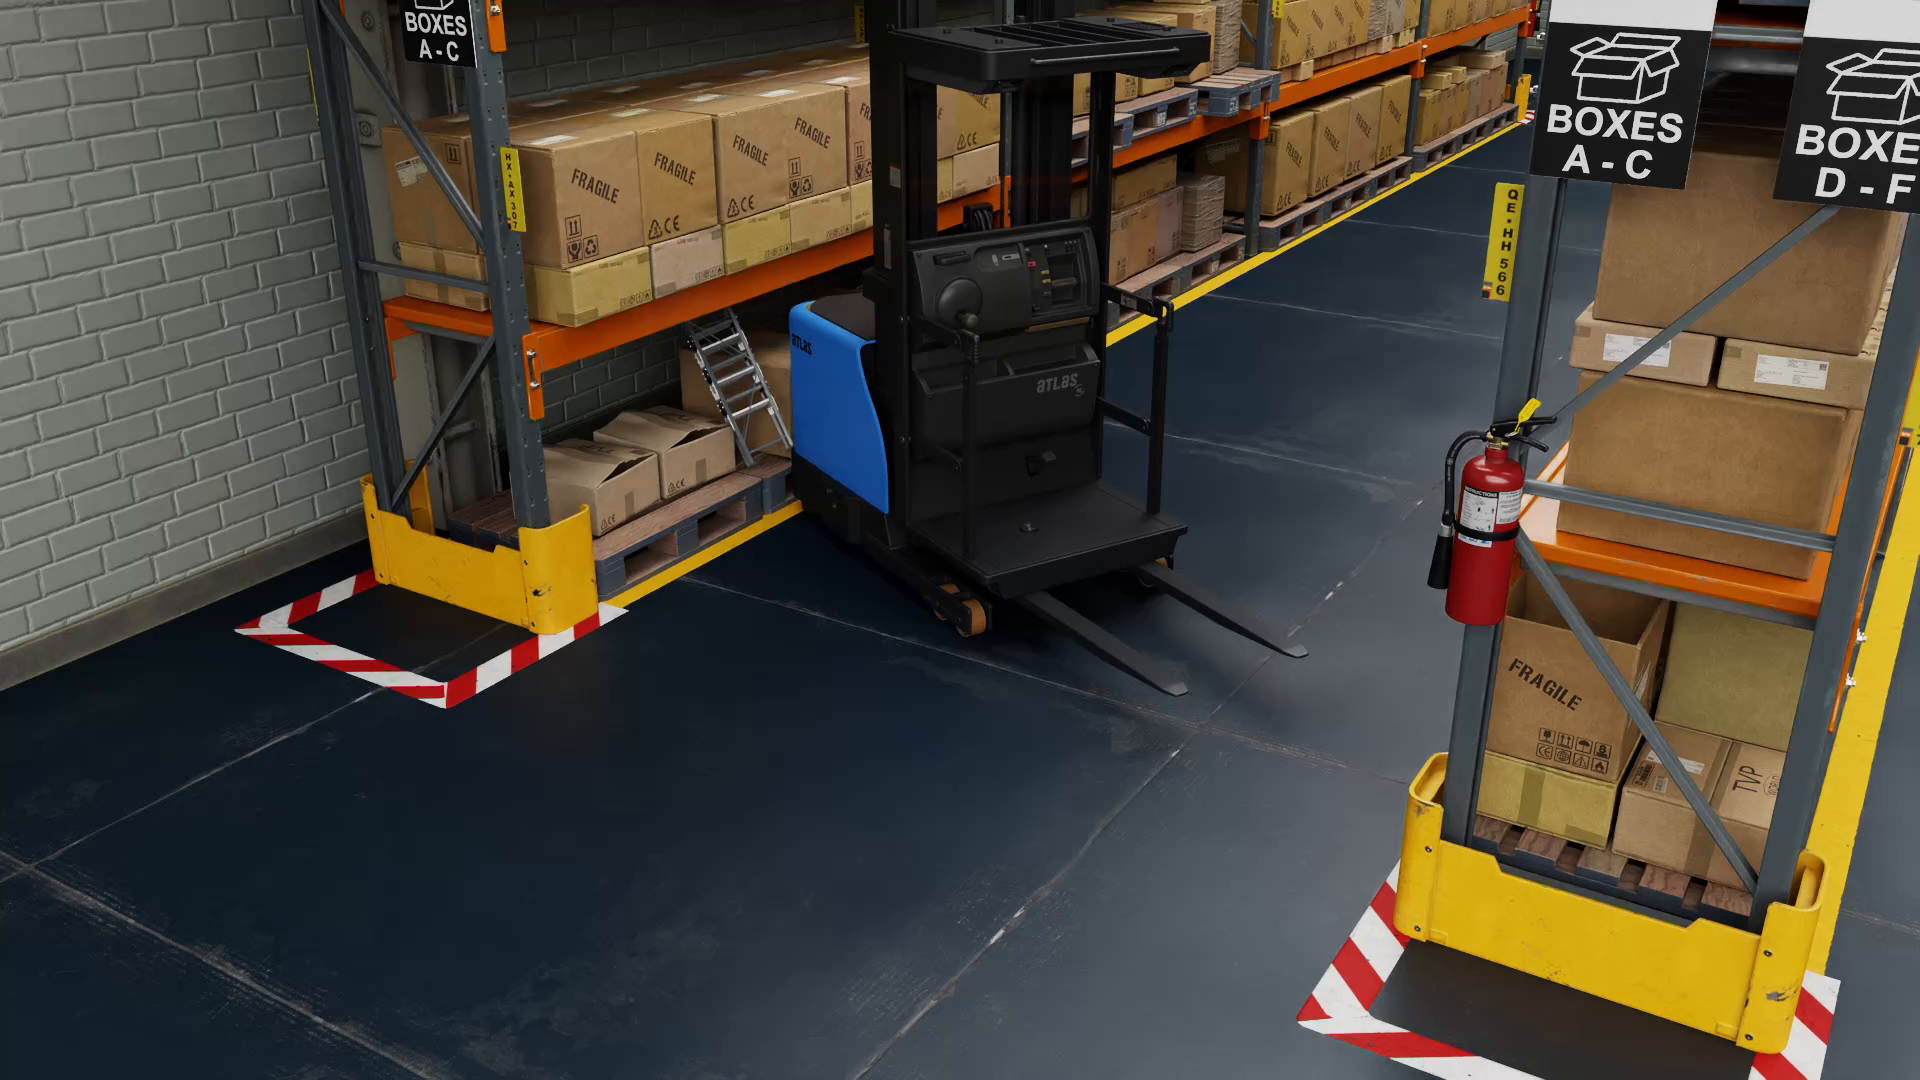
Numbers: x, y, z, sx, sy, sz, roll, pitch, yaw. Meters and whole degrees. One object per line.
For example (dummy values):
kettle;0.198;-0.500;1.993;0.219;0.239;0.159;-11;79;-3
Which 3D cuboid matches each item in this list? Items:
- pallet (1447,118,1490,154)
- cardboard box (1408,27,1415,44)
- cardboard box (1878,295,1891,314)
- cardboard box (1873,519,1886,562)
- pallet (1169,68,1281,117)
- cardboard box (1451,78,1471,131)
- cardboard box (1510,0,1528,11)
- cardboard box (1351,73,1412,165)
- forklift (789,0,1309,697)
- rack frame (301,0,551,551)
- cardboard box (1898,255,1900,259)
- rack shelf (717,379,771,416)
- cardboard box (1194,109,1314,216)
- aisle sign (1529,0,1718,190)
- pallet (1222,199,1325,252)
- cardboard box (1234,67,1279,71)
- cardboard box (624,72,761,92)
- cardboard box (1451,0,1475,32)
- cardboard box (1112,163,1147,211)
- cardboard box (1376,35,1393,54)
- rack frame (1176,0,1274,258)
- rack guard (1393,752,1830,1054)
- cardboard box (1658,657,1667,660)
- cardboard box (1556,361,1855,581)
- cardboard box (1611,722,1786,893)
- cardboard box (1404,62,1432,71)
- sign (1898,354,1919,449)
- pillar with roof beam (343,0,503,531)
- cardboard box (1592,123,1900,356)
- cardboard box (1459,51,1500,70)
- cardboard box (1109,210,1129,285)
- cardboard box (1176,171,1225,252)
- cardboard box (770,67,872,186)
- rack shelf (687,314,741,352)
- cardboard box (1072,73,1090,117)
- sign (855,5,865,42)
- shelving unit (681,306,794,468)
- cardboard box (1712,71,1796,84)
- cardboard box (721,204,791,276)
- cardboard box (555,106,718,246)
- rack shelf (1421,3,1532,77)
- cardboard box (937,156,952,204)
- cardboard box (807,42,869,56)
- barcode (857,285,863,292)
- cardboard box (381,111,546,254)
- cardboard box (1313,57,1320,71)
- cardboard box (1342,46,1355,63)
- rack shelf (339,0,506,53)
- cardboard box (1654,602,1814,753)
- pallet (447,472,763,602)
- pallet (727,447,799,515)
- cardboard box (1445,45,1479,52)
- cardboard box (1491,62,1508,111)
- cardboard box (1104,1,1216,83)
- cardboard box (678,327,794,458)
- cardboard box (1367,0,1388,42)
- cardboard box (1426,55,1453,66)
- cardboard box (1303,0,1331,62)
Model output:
pallet;5.205;-4.528;18.444;1.003;0.211;1.213;14;27;29
cardboard box;4.157;-4.875;16.025;0.380;0.149;0.250;14;27;29
cardboard box;2.635;-0.672;5.083;0.380;0.149;0.250;14;27;29
cardboard box;4.027;-0.146;7.743;0.500;0.250;0.500;14;27;29
pallet;1.700;-3.453;12.693;1.213;0.211;1.003;14;27;29
cardboard box;5.117;-4.772;18.116;0.700;0.500;0.500;15;27;30
cardboard box;5.944;-6.468;19.037;0.980;0.700;0.700;15;28;31
cardboard box;3.863;-4.114;16.154;0.750;0.750;0.750;14;27;30
forklift;0.326;-1.131;7.173;1.130;2.935;3.031;-14;27;-28
rack frame;-2.235;-1.104;7.024;1.000;3.000;0.127;14;27;29
cardboard box;3.043;-0.933;5.687;0.380;0.149;0.250;13;27;28
rack shelf;-1.098;-0.721;8.441;0.258;0.077;0.200;-25;4;-11
cardboard box;2.484;-3.231;14.115;0.750;0.750;0.750;13;27;28
aisle sign;1.691;-1.300;4.204;0.394;0.787;0.004;14;27;29
pallet;2.465;-2.775;14.394;1.003;0.211;1.213;14;27;29
cardboard box;2.355;-3.761;13.452;0.380;0.149;0.250;13;27;28
cardboard box;-1.358;-2.105;8.557;0.500;0.500;0.500;14;27;30
cardboard box;4.785;-5.717;17.302;0.980;0.700;0.700;13;27;28
cardboard box;1.029;-2.595;12.118;0.500;0.250;0.500;14;27;29
cardboard box;3.780;-4.605;15.403;0.380;0.149;0.250;14;27;29
rack frame;1.985;-3.804;13.262;1.000;3.000;0.127;14;27;29
rack guard;1.963;1.088;5.107;1.175;0.500;0.348;14;27;29
cardboard box;2.523;0.419;6.440;0.500;0.250;0.500;14;27;29
cardboard box;2.233;-0.268;4.967;0.700;0.500;0.500;14;27;29
cardboard box;2.447;0.868;5.403;0.500;0.250;0.500;14;27;29
cardboard box;4.880;-5.073;17.995;0.380;0.149;0.250;14;27;29
sign;2.444;-0.382;4.168;0.100;0.325;0.005;14;27;29
pillar with roof beam;1.057;-3.372;4.713;9.100;9.000;0.400;14;27;29
cardboard box;2.261;-0.881;4.751;0.700;0.500;0.500;14;27;29
cardboard box;5.874;-5.422;18.801;0.380;0.149;0.250;15;27;30
cardboard box;0.783;-2.109;11.940;0.700;0.500;0.500;14;27;30
cardboard box;1.650;-2.605;13.084;0.700;0.500;0.500;14;27;30
cardboard box;-0.645;-2.177;8.722;0.500;0.500;0.500;13;27;27
rack shelf;-1.246;-1.048;8.416;0.258;0.077;0.200;-25;4;-11
cardboard box;0.473;-3.054;10.848;0.700;0.500;0.500;17;29;34
sign;-0.598;-3.100;10.179;0.100;0.325;0.005;14;27;29
shelving unit;-1.149;-0.833;8.433;0.258;0.900;0.210;-25;4;-11
cardboard box;3.063;-1.399;5.948;0.700;0.500;0.500;14;27;29
cardboard box;-1.172;-1.491;8.083;0.500;0.250;0.500;13;27;28
cardboard box;-1.459;-1.651;7.509;0.500;0.500;0.500;14;27;29
rack shelf;5.150;-5.499;18.082;1.077;0.370;4.000;14;27;29
cardboard box;-0.387;-2.005;9.268;0.500;0.250;0.500;14;27;29
cardboard box;-0.550;-2.624;9.755;0.500;0.500;0.500;13;27;28
barcode;-0.614;-1.524;10.184;0.001;0.075;0.075;14;27;29
cardboard box;-2.167;-1.592;7.372;0.500;0.500;0.500;14;27;28
cardboard box;2.865;-4.116;14.273;0.380;0.149;0.250;15;27;30
cardboard box;3.300;-4.368;14.855;0.380;0.149;0.250;15;27;31
rack shelf;-1.180;-2.825;8.131;1.077;0.370;4.000;14;27;29
cardboard box;2.710;0.354;5.644;0.500;0.500;0.500;14;27;29
pallet;-1.736;-0.117;8.254;1.003;0.211;1.213;14;27;29
pallet;-1.092;-0.527;9.201;1.003;0.211;1.213;14;27;29
cardboard box;5.817;-5.674;19.383;0.380;0.149;0.250;14;27;29
cardboard box;5.921;-5.293;19.318;0.700;0.500;0.500;14;27;29
cardboard box;1.474;-3.697;12.334;0.700;0.500;0.500;11;26;24
cardboard box;-1.063;-0.803;8.922;0.700;0.500;0.500;12;26;26
cardboard box;3.533;-4.795;15.025;0.500;0.500;0.500;14;27;29
cardboard box;5.284;-5.333;18.594;0.380;0.149;0.250;14;27;30
cardboard box;2.743;-4.281;13.837;0.500;0.500;0.500;15;28;31
